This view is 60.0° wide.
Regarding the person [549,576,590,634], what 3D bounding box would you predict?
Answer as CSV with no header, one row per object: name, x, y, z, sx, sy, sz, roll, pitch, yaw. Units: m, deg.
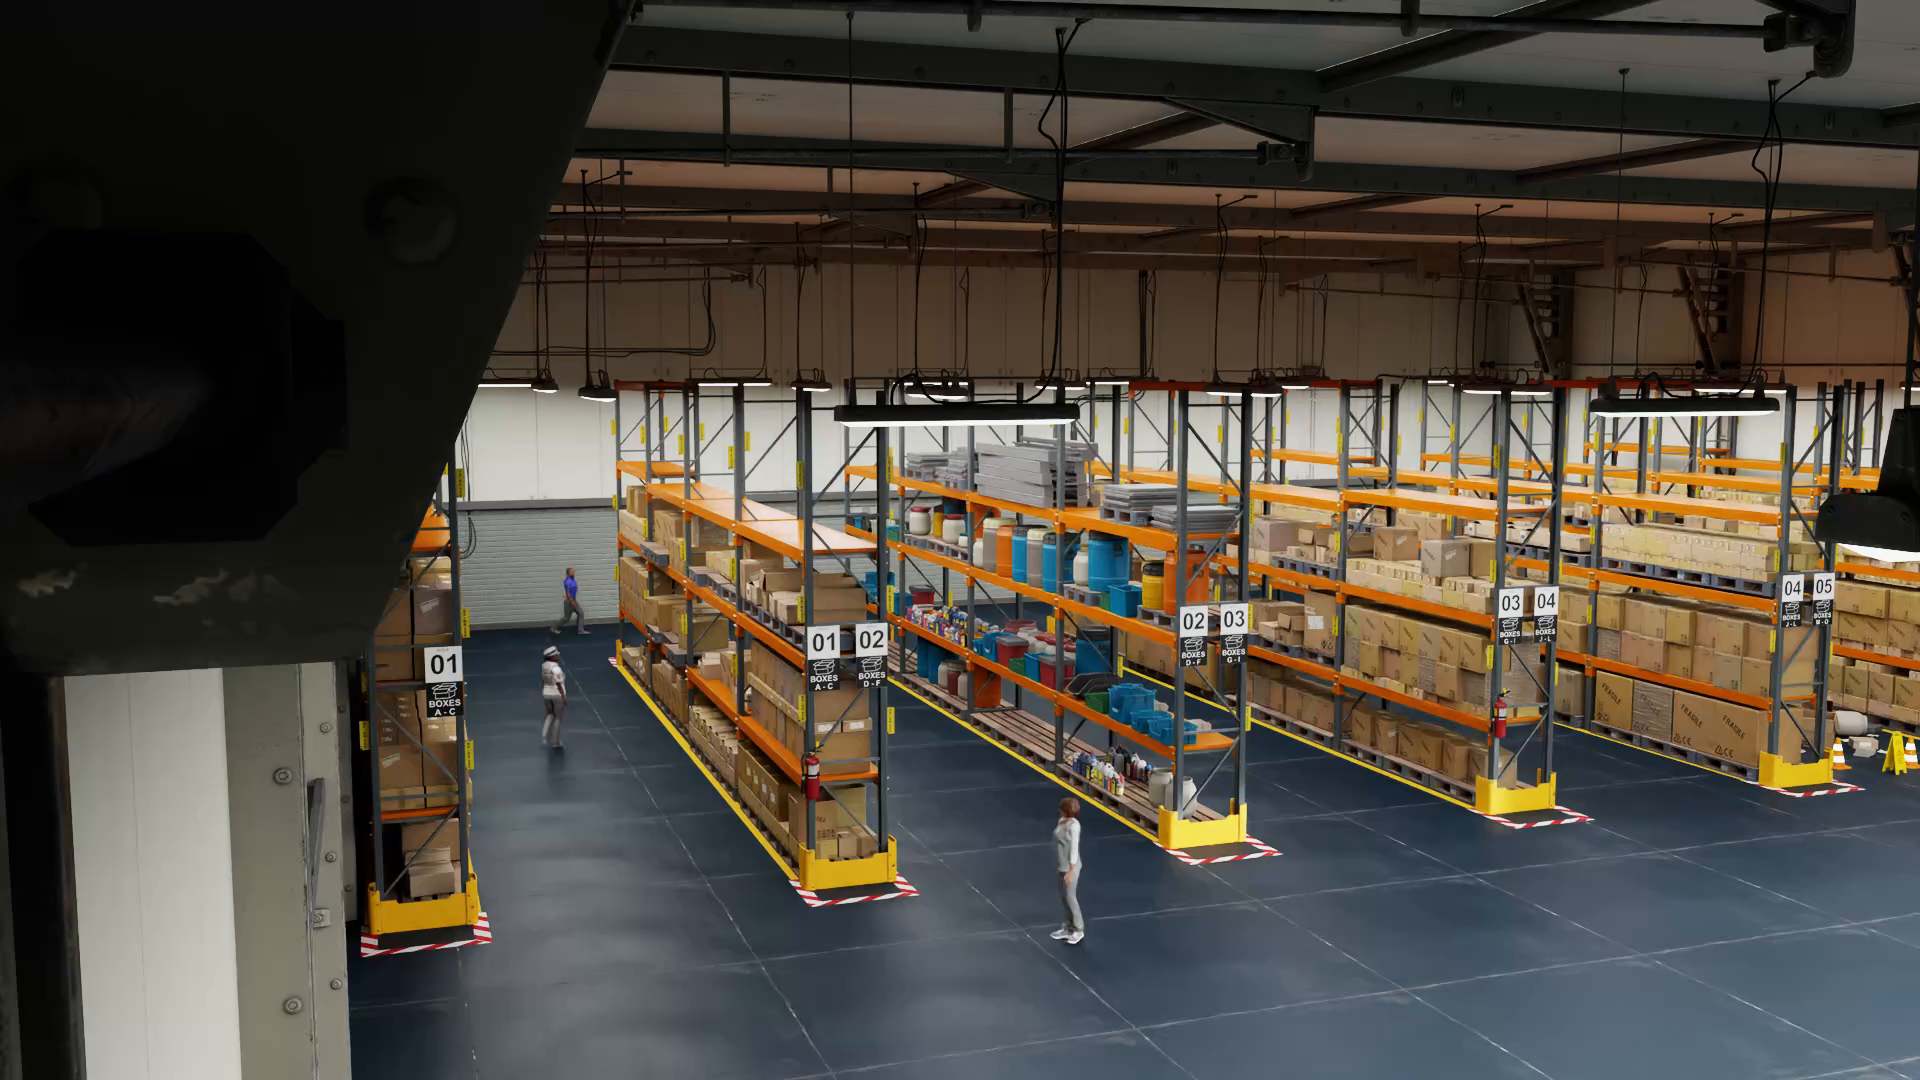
person,-9.117,1.525,38.798,0.917,1.394,0.447,-1,6,-6

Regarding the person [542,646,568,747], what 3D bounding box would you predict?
person,-6.697,2.581,27.434,0.463,1.693,0.447,2,6,19

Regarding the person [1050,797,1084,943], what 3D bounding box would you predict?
person,1.196,3.611,18.246,0.341,1.613,0.456,-2,6,-21
